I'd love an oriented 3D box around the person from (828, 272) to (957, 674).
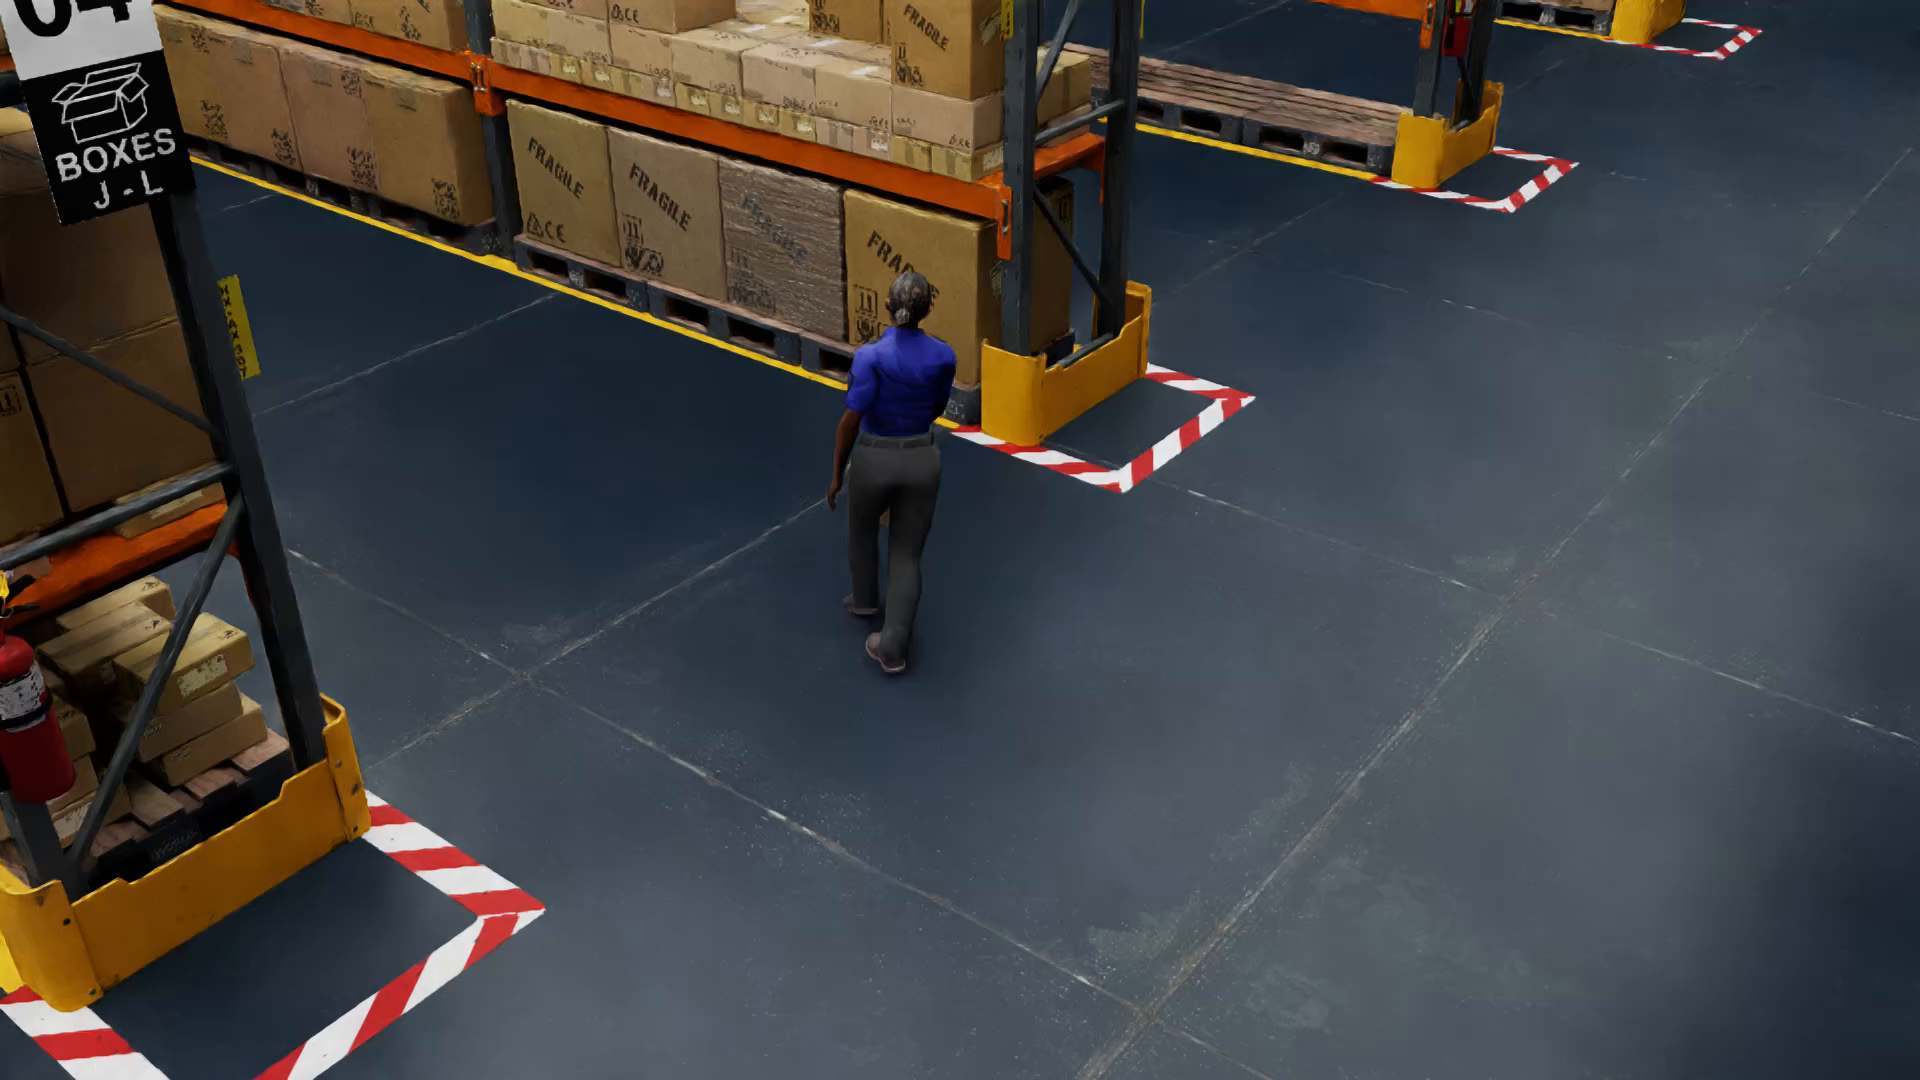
[{"bbox_3d":[-0.284,-0.279,6.700,0.544,1.685,0.699,-7,32,-11],"label":"person"}]
